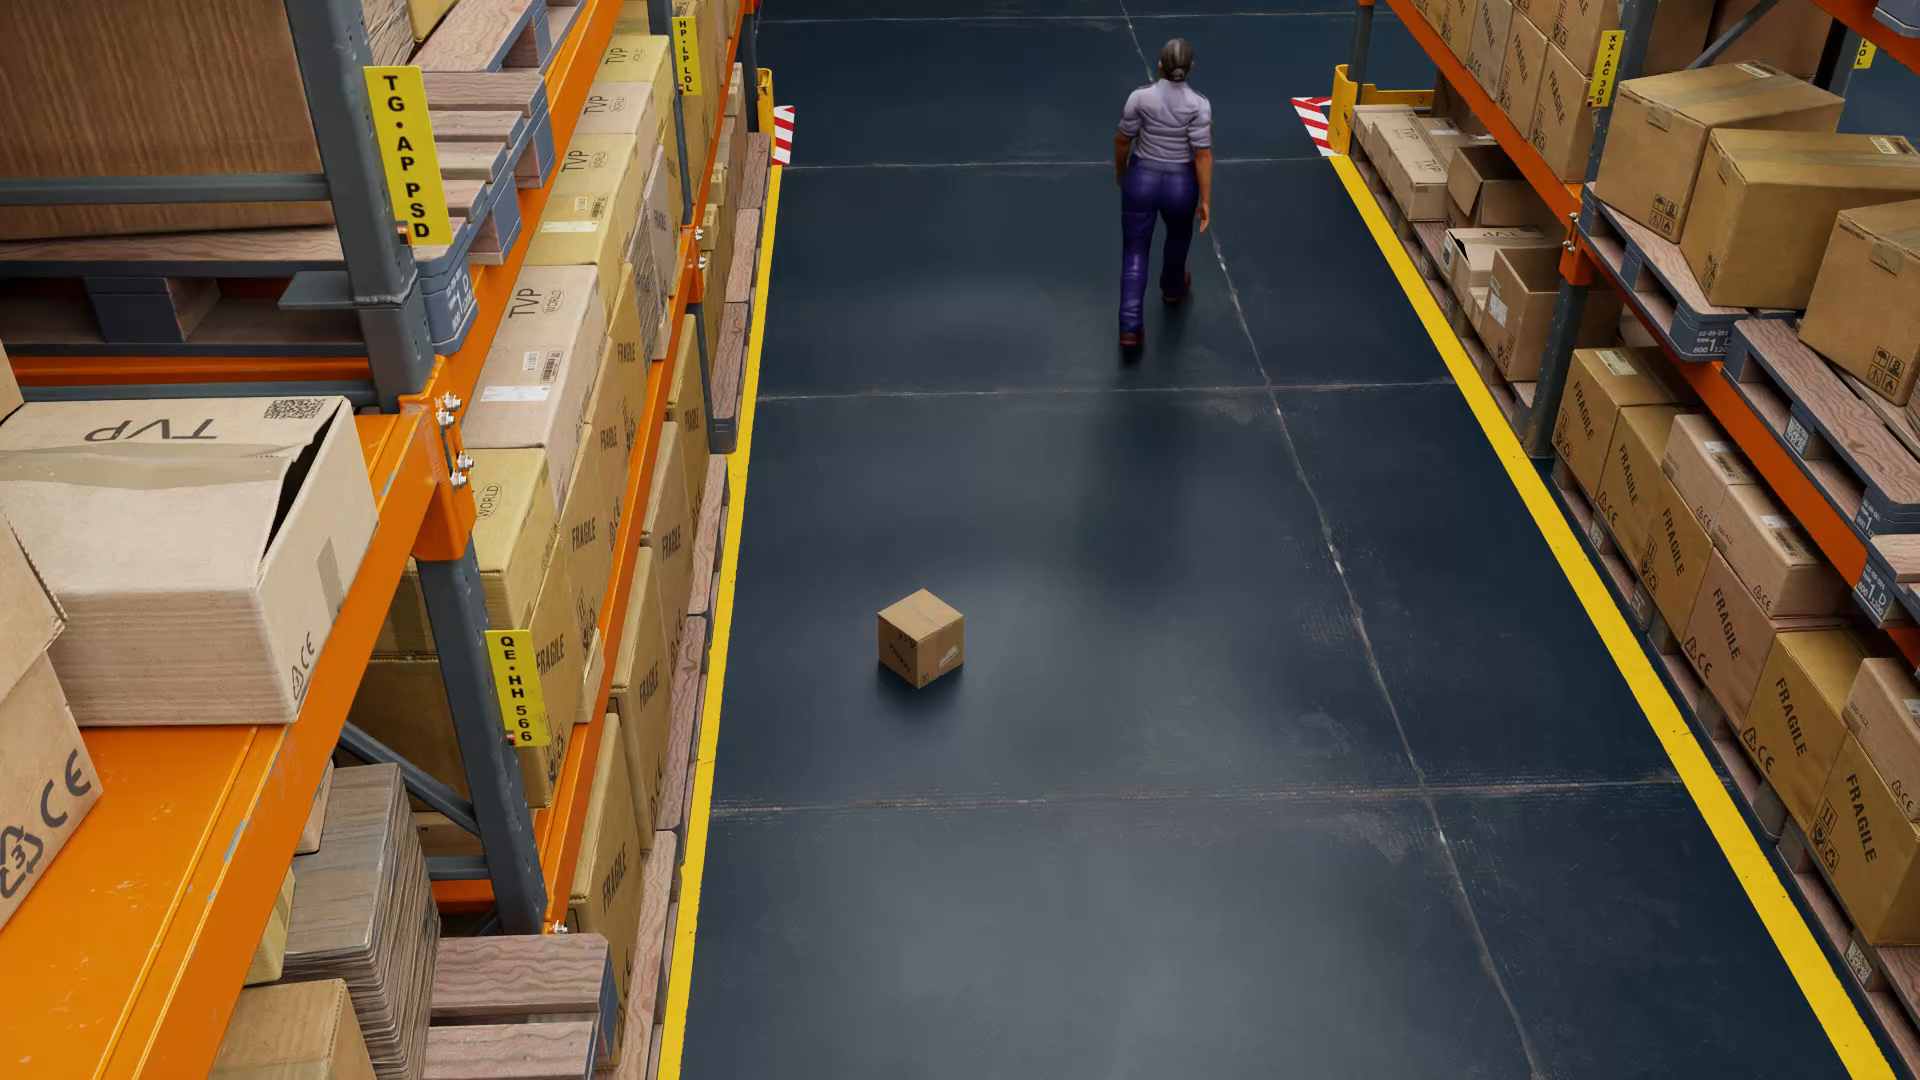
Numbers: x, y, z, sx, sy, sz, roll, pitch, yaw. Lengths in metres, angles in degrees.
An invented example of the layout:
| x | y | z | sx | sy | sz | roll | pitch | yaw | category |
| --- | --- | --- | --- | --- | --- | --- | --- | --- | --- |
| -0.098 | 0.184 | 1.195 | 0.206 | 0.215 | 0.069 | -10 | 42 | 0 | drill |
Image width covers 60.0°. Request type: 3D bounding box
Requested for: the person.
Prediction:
| x | y | z | sx | sy | sz | roll | pitch | yaw | category |
| --- | --- | --- | --- | --- | --- | --- | --- | --- | --- |
| 1.068 | -1.881 | 8.800 | 0.528 | 1.596 | 0.996 | 5 | 36 | 7 | person |
